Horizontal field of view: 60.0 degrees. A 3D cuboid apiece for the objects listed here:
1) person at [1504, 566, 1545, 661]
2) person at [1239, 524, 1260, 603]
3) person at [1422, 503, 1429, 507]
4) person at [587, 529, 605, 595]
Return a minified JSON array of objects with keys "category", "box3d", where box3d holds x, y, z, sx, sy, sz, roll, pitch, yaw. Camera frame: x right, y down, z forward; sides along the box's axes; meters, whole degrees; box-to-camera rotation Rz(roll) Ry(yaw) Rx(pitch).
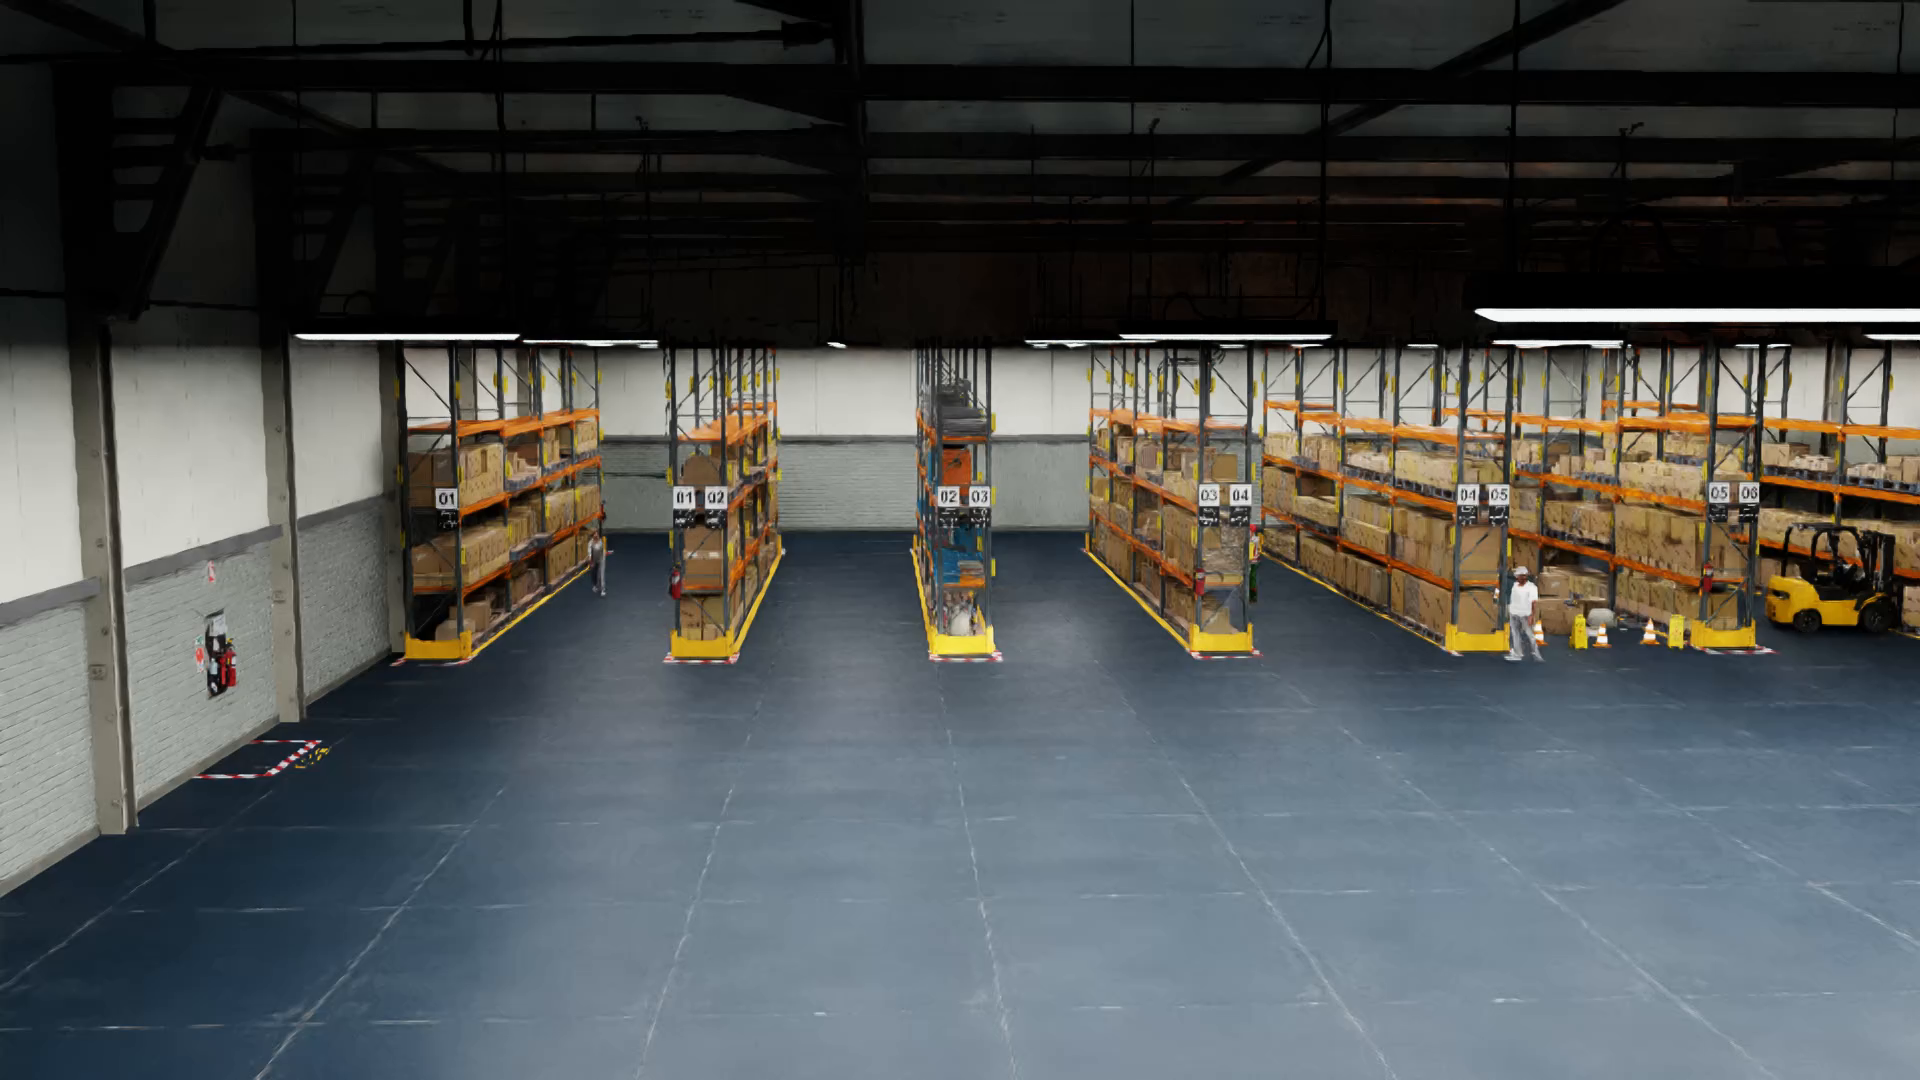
[{"category":"person","box3d":[10.461,1.368,30.750,0.482,1.765,0.750,-4,8,-32]},{"category":"person","box3d":[6.588,0.520,37.872,0.494,1.786,0.606,3,7,27]},{"category":"person","box3d":[14.921,-1.127,52.708,0.603,1.752,0.565,4,8,33]},{"category":"person","box3d":[-8.556,0.506,39.141,0.411,1.533,0.951,-1,7,-11]}]
